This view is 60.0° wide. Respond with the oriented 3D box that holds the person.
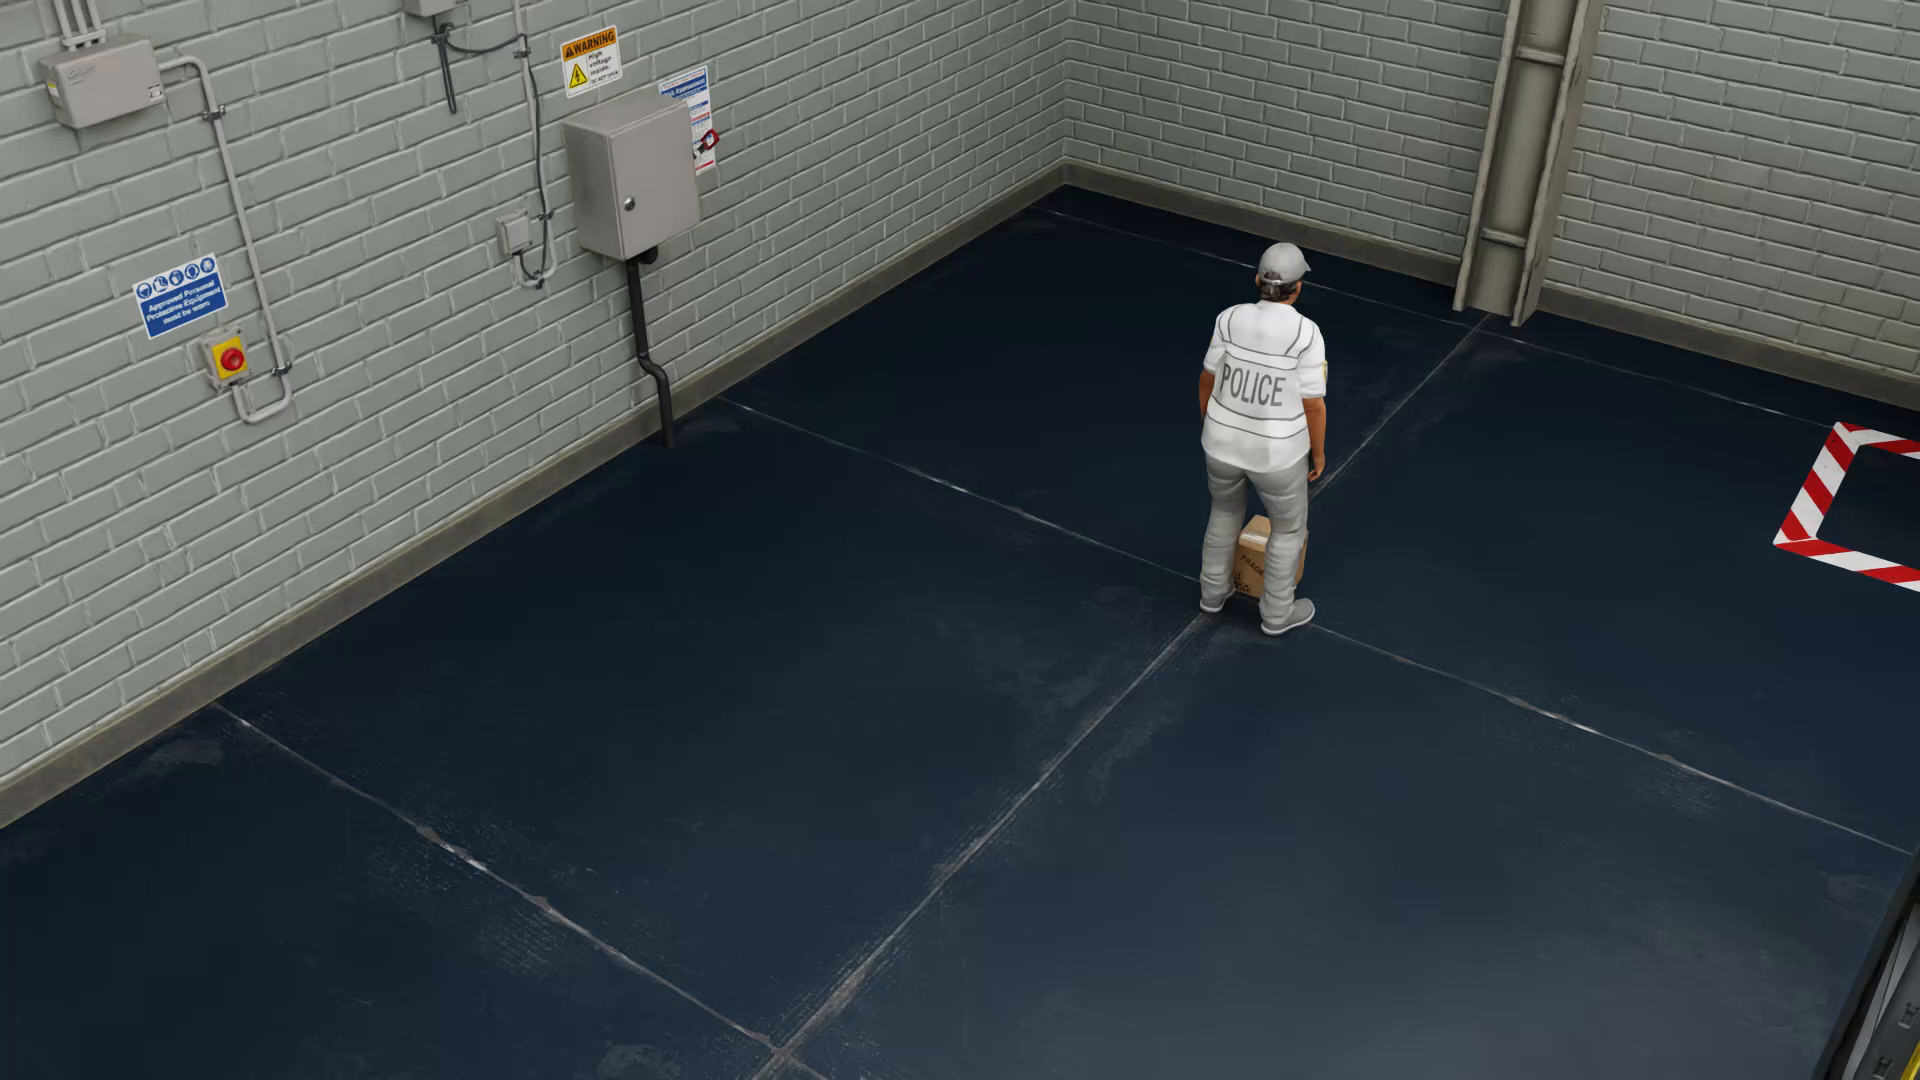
[{"bbox_3d":[1.226,-0.392,6.701,0.563,1.667,0.463,20,39,26],"label":"person"}]
